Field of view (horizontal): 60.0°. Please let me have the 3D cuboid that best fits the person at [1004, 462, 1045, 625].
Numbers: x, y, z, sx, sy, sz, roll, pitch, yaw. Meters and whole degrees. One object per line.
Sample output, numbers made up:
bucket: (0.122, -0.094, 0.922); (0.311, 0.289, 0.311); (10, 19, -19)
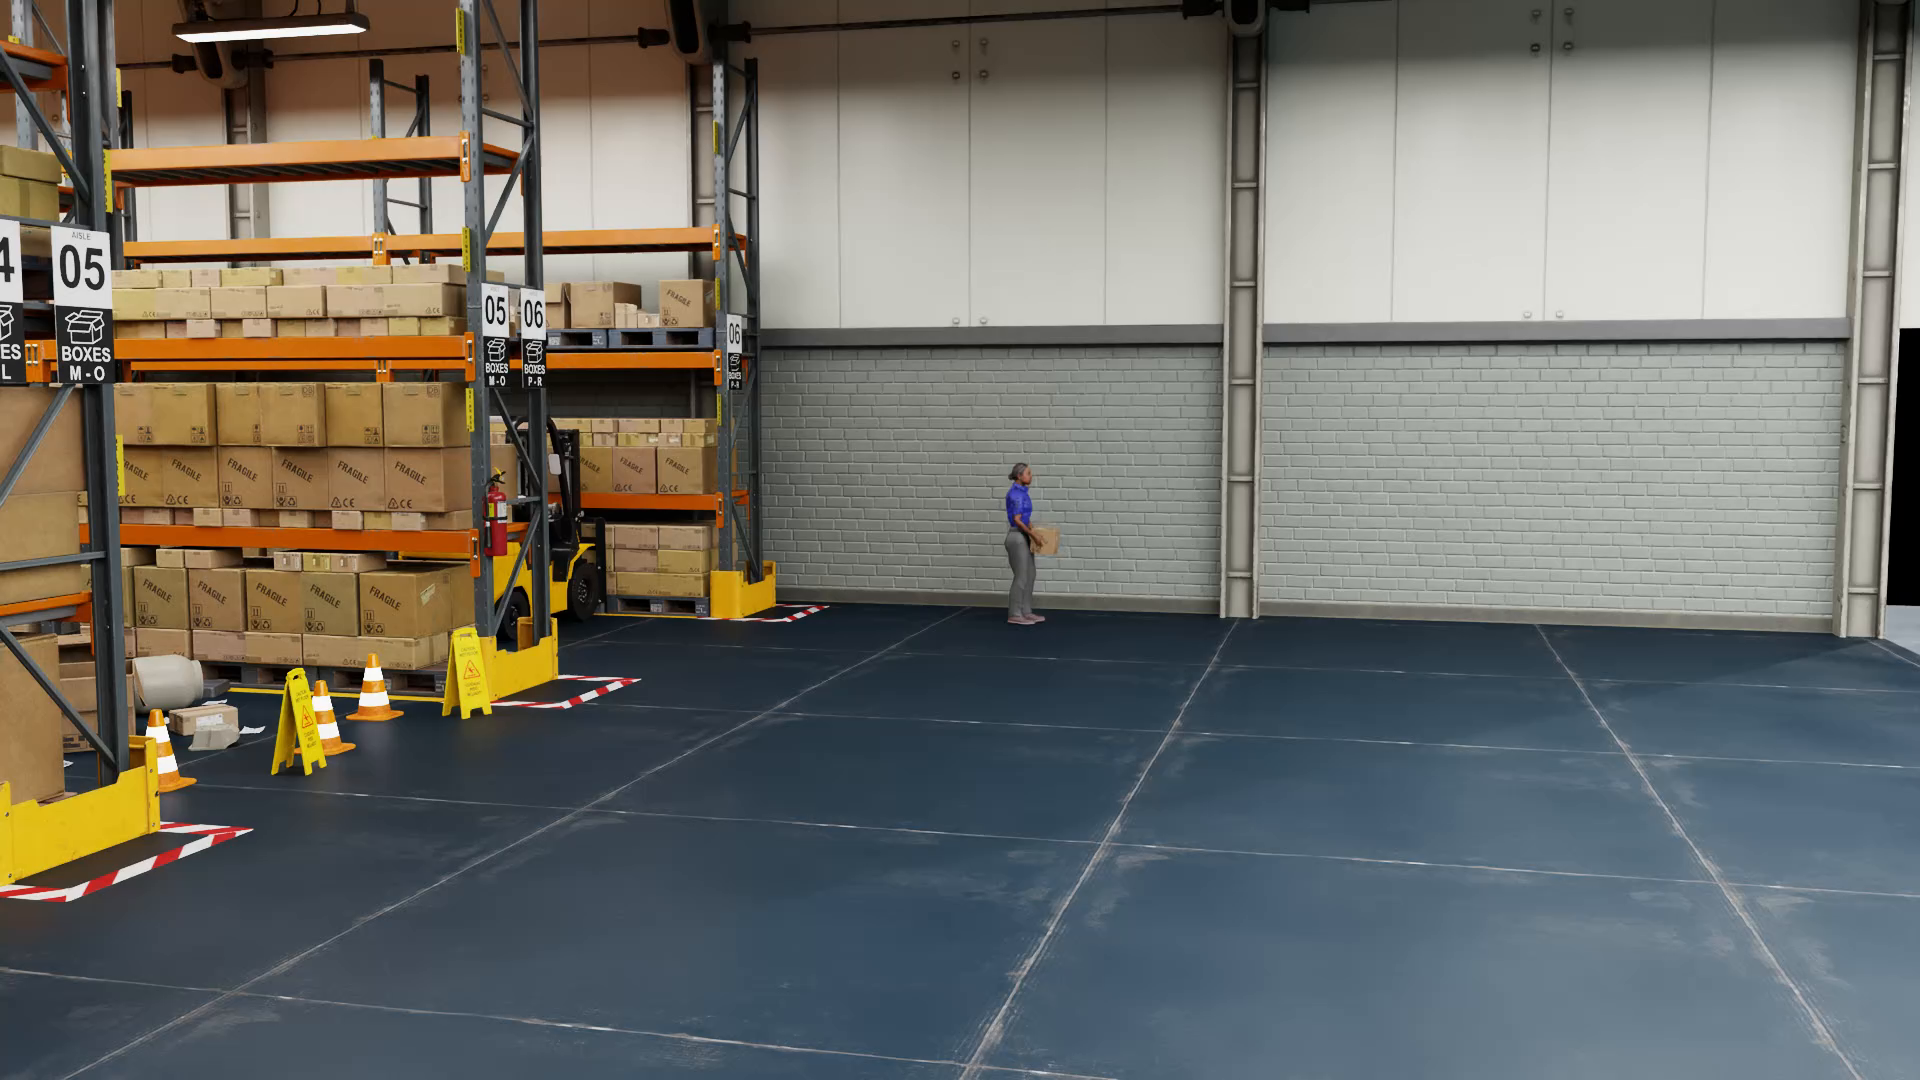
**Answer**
person: (0.686, 0.030, 17.193); (0.431, 1.662, 0.474); (1, 5, 13)
